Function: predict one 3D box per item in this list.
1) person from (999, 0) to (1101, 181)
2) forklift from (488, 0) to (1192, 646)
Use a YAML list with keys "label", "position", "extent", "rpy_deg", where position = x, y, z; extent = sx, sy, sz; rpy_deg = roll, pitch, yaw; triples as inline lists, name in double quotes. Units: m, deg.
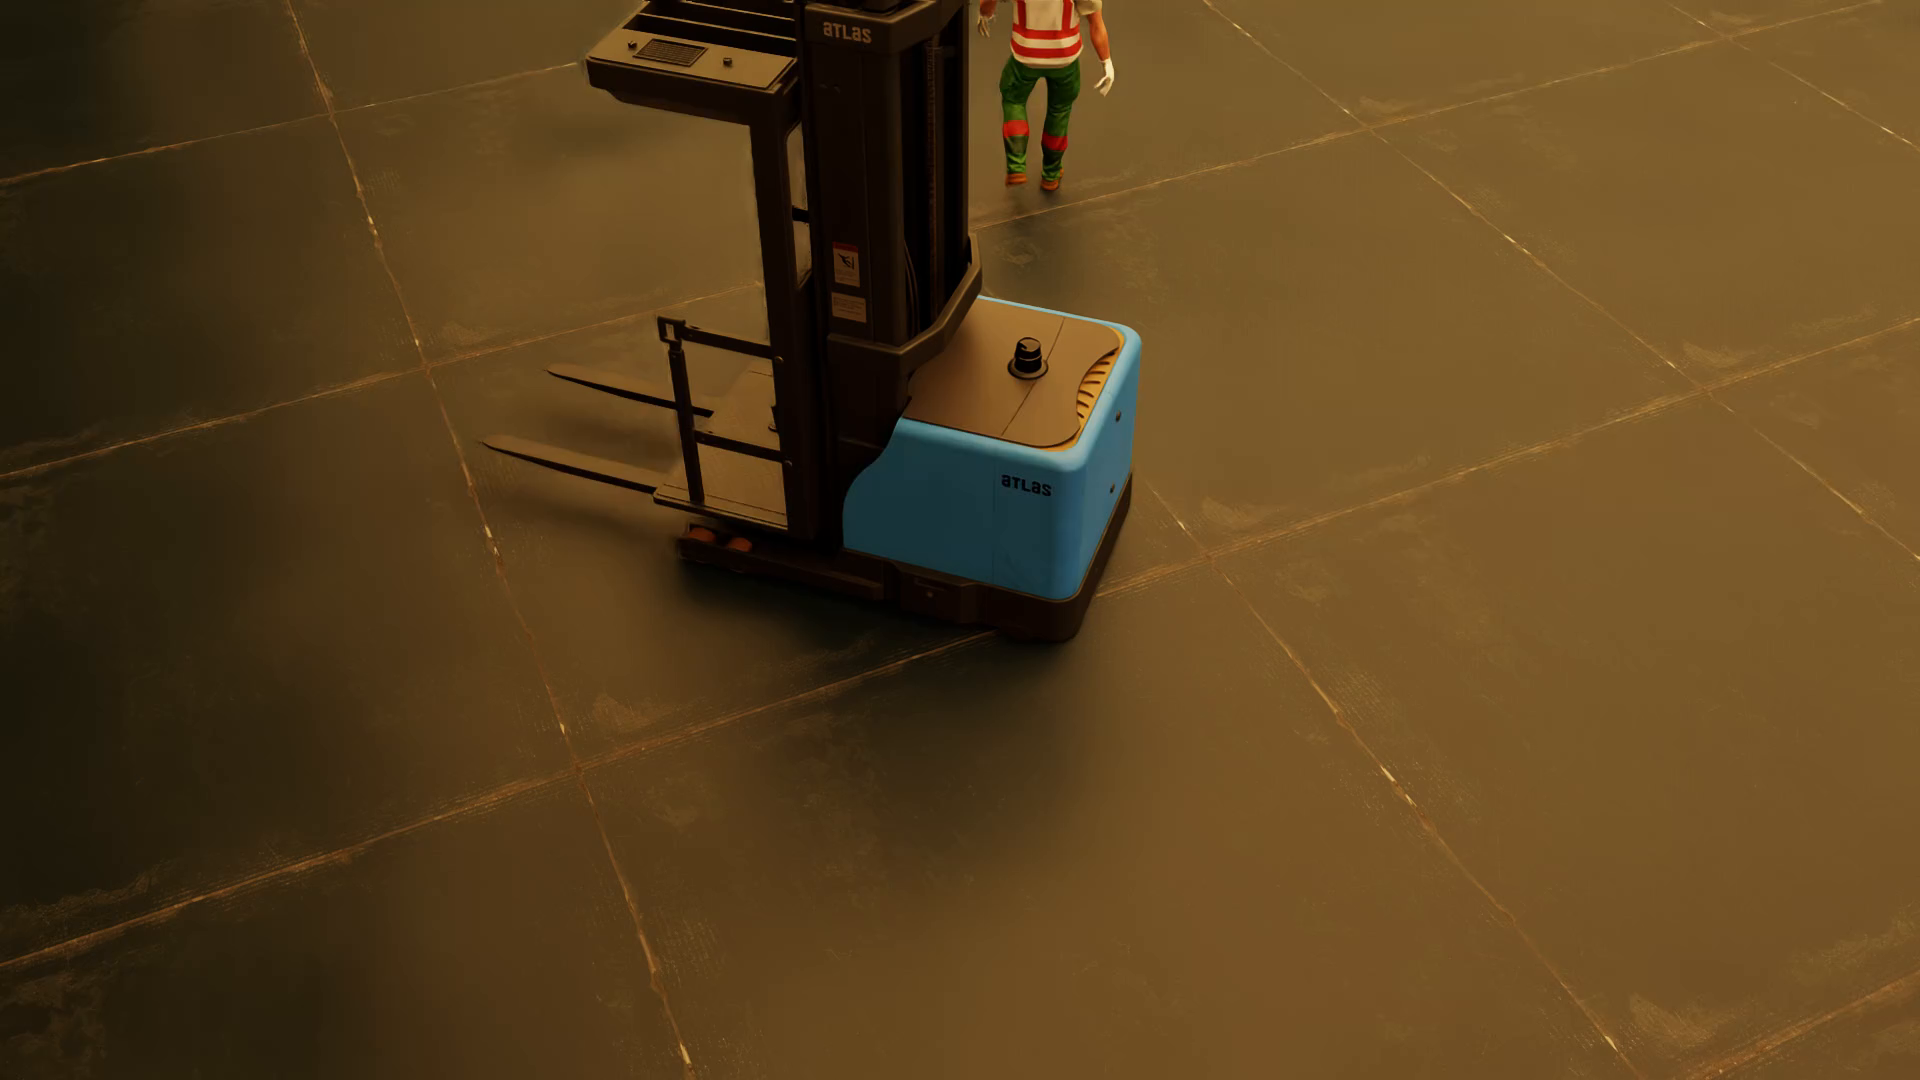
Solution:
- label: "person"
  position: [0.517, -2.957, 9.700]
  extent: [0.609, 1.781, 0.437]
  rpy_deg: [7, 43, 7]
- label: "forklift"
  position: [-0.586, -0.989, 6.740]
  extent: [3.031, 2.935, 1.130]
  rpy_deg: [-5, 43, -6]
